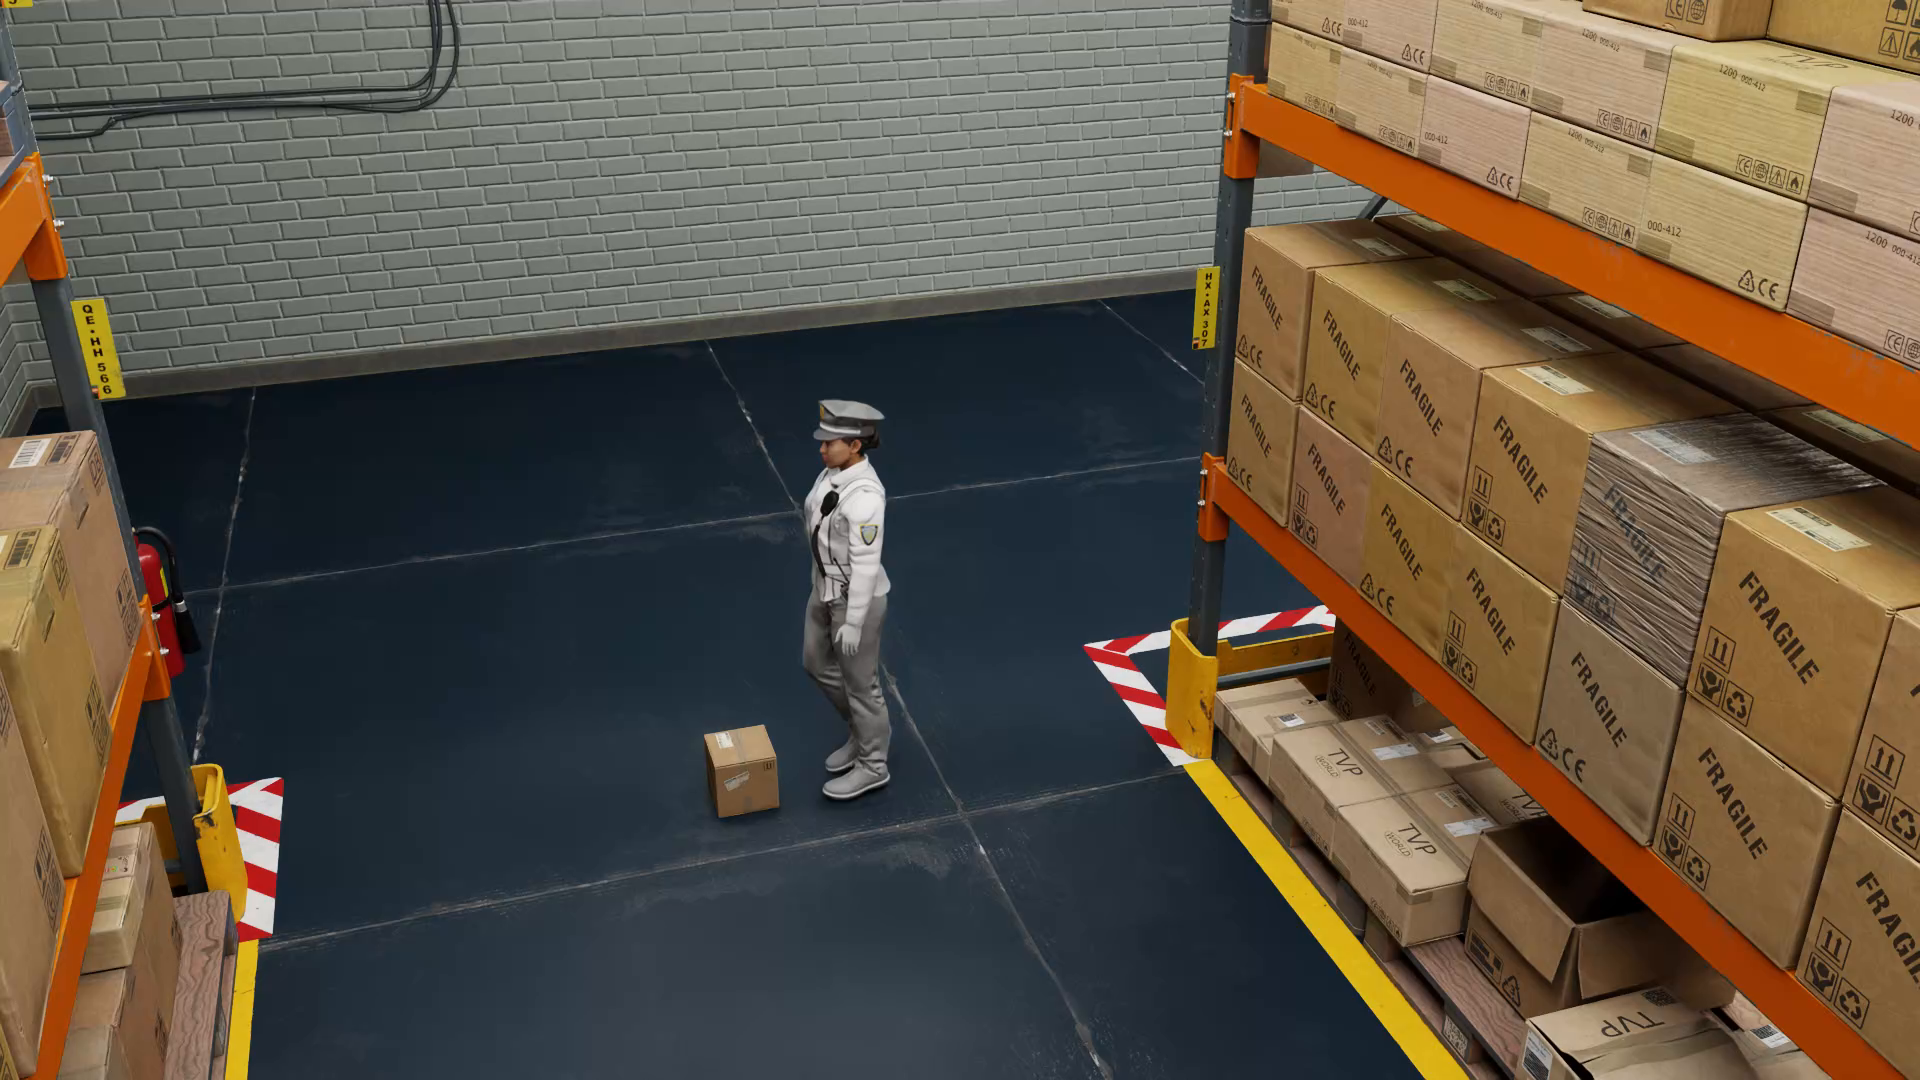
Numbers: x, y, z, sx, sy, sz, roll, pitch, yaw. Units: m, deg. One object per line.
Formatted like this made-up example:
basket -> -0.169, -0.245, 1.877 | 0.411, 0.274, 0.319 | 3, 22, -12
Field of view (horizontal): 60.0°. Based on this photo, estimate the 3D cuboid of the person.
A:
person -> -0.446, 0.240, 6.596 | 0.337, 1.696, 0.500 | -8, 28, -16
